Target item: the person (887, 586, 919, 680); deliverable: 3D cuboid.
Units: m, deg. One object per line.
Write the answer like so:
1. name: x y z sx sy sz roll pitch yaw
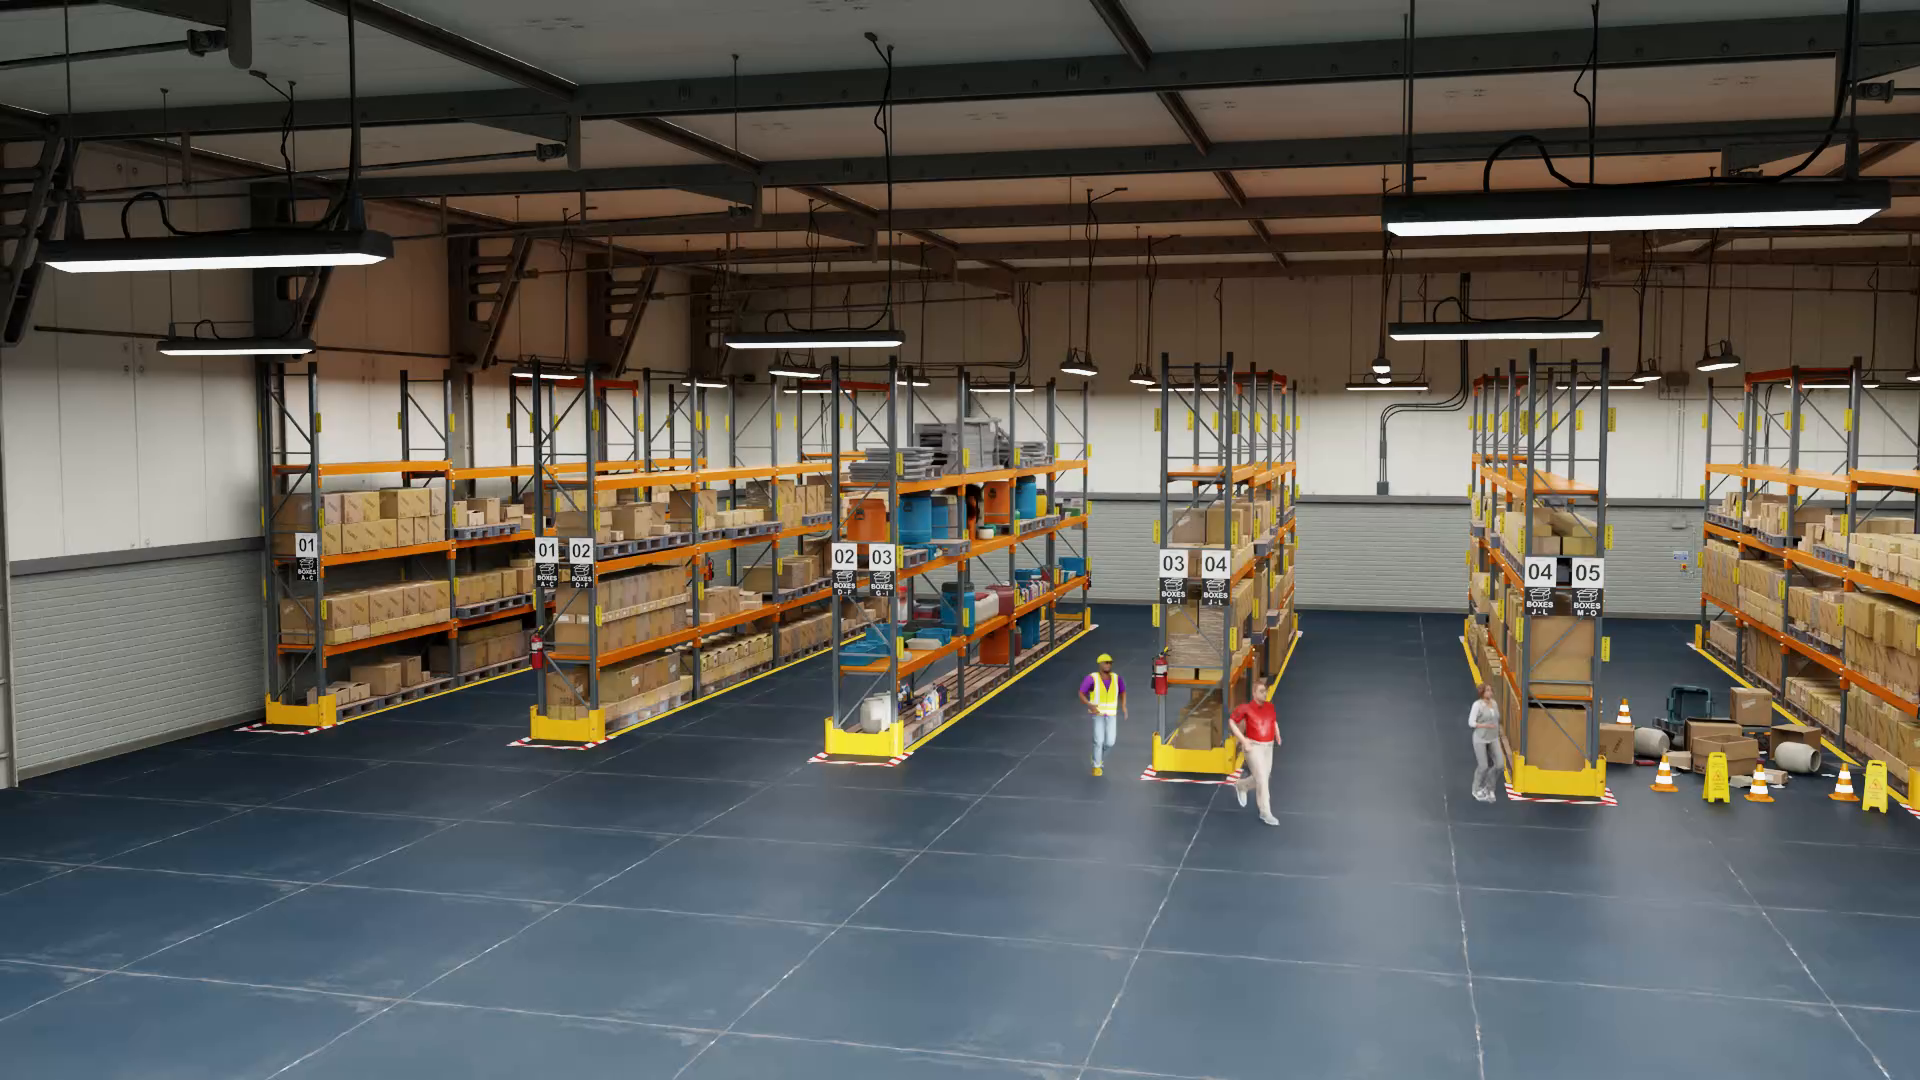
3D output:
1. person: -1.124 1.802 32.823 0.670 1.783 0.961 1 4 14

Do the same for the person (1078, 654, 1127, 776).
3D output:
1. person: 2.052 2.481 23.708 0.760 1.722 0.571 -1 4 -14

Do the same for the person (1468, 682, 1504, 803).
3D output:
1. person: 6.956 2.684 21.918 0.534 1.614 0.580 -1 4 -18

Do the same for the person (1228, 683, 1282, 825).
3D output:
1. person: 3.757 2.673 21.097 0.675 1.736 0.905 -3 5 -33
